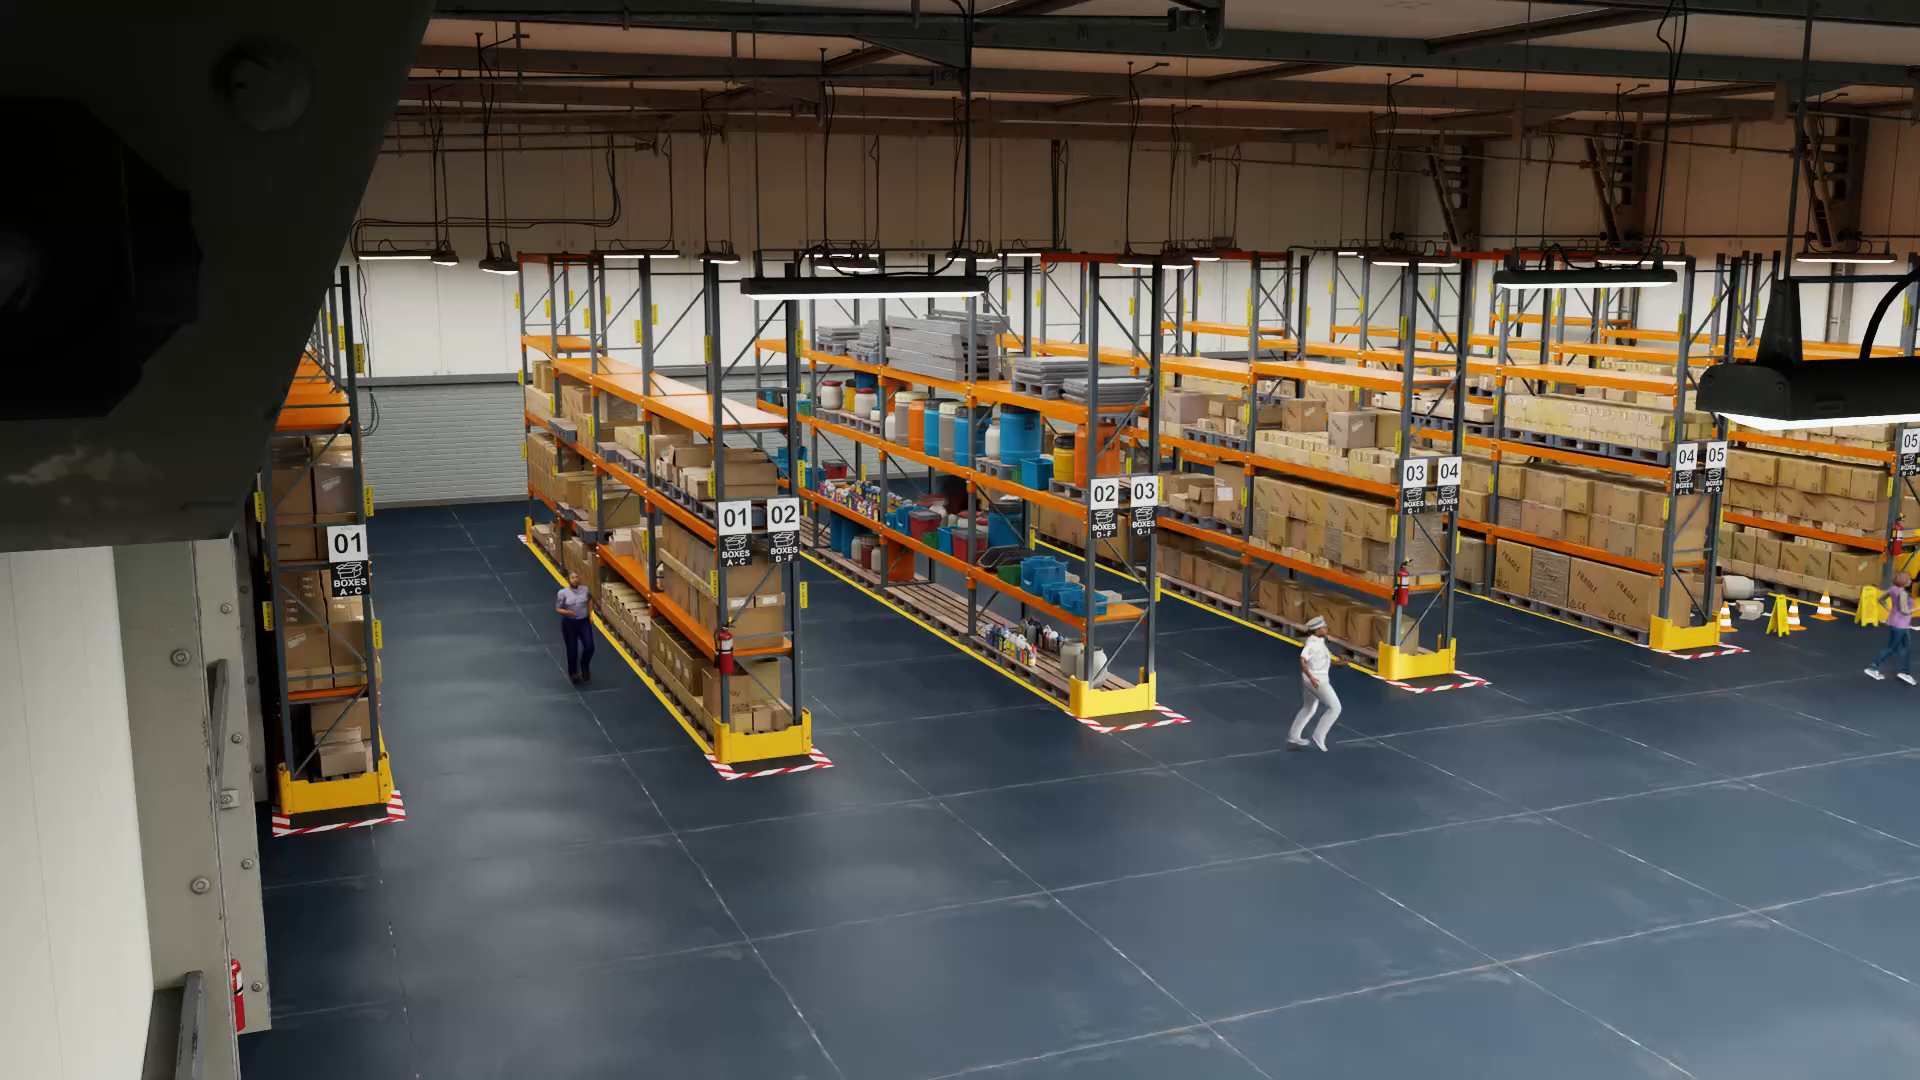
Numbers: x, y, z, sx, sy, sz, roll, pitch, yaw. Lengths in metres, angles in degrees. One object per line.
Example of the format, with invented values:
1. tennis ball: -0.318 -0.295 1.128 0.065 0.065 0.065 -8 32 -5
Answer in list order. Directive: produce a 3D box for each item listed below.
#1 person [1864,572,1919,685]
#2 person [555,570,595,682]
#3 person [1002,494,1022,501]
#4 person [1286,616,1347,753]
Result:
1. person: 13.326 1.255 23.669 0.706 1.635 0.520 4 11 20
2. person: -5.451 1.247 23.732 0.587 1.640 0.610 -5 11 -25
3. person: 0.997 -0.346 32.005 0.622 1.649 0.900 -4 11 -21
4. person: 4.442 1.784 20.627 0.701 1.726 0.544 0 10 2
